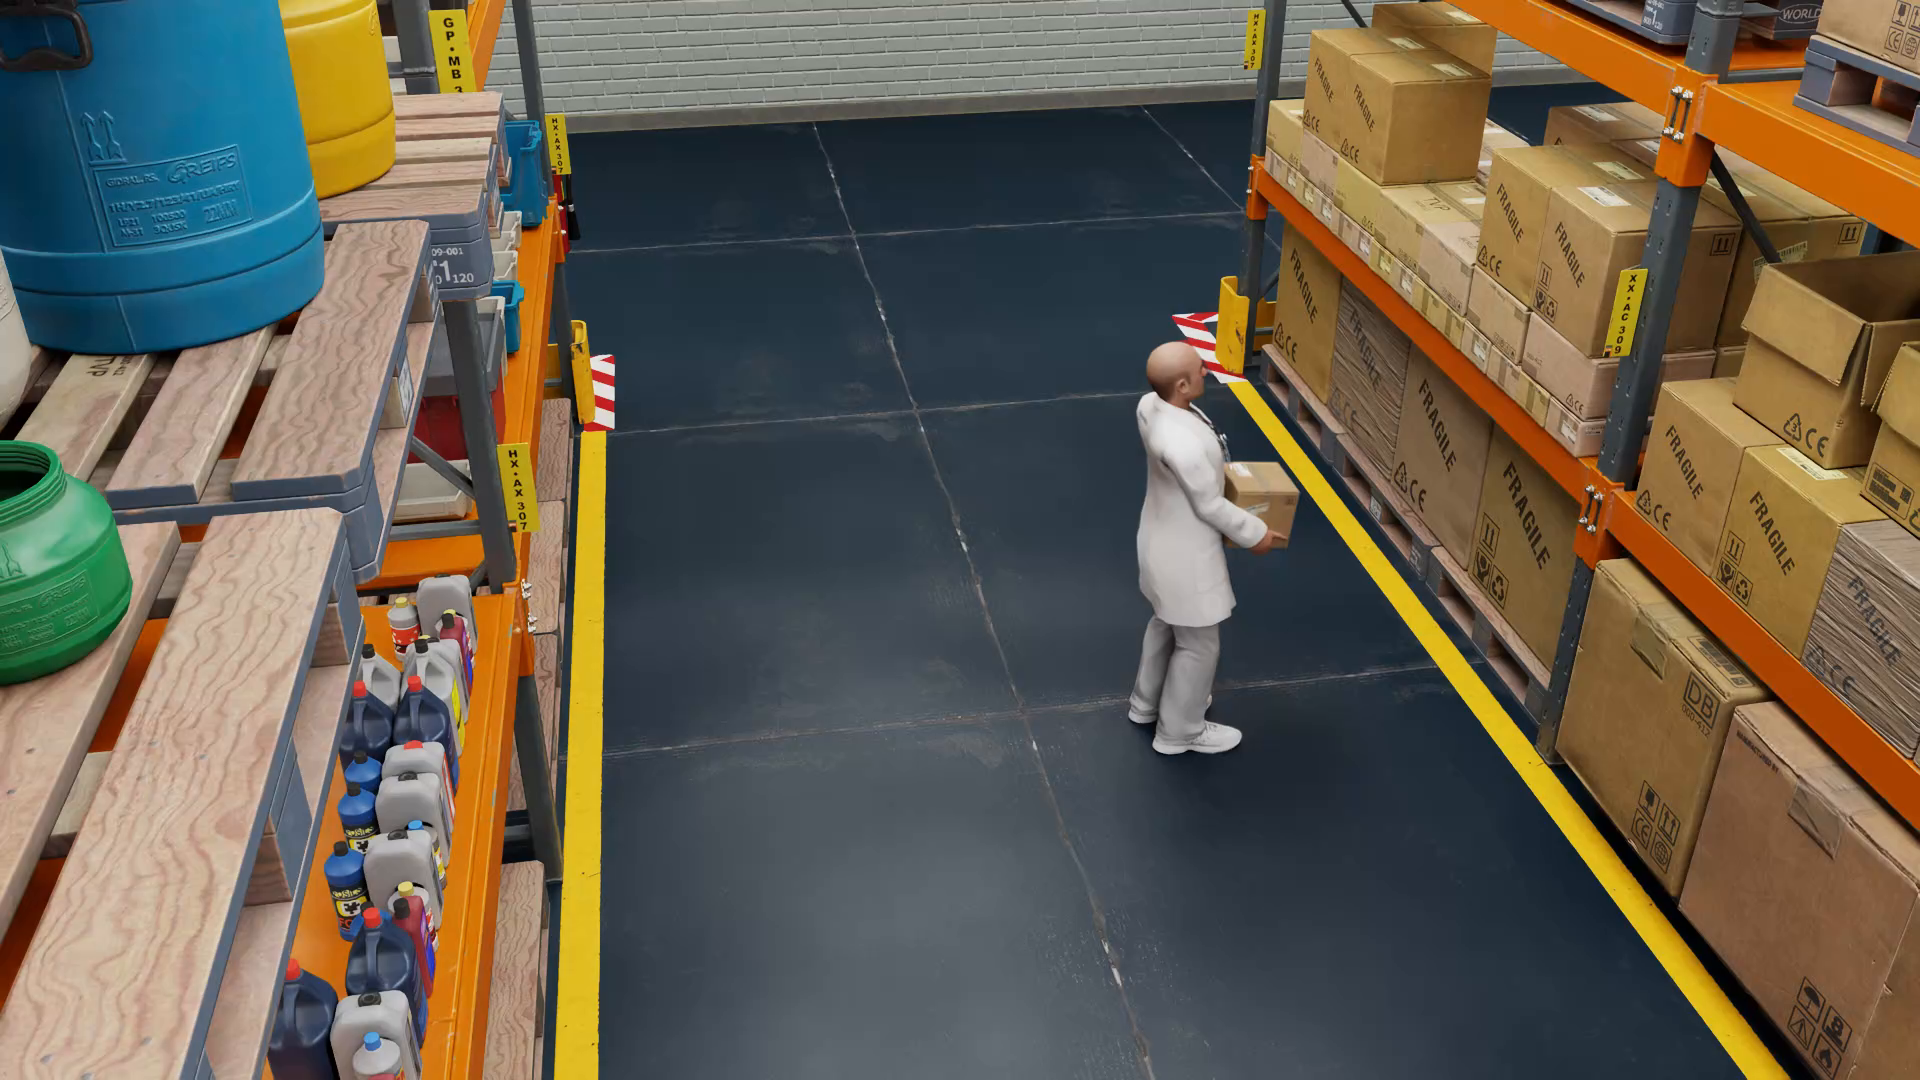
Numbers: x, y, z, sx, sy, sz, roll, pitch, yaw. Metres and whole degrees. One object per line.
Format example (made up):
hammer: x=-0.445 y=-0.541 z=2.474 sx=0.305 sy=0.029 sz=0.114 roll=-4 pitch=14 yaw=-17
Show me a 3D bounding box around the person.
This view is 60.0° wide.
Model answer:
person: x=0.970 y=0.068 z=6.619 sx=0.561 sy=1.683 sz=0.526 roll=-5 pitch=31 yaw=-9
